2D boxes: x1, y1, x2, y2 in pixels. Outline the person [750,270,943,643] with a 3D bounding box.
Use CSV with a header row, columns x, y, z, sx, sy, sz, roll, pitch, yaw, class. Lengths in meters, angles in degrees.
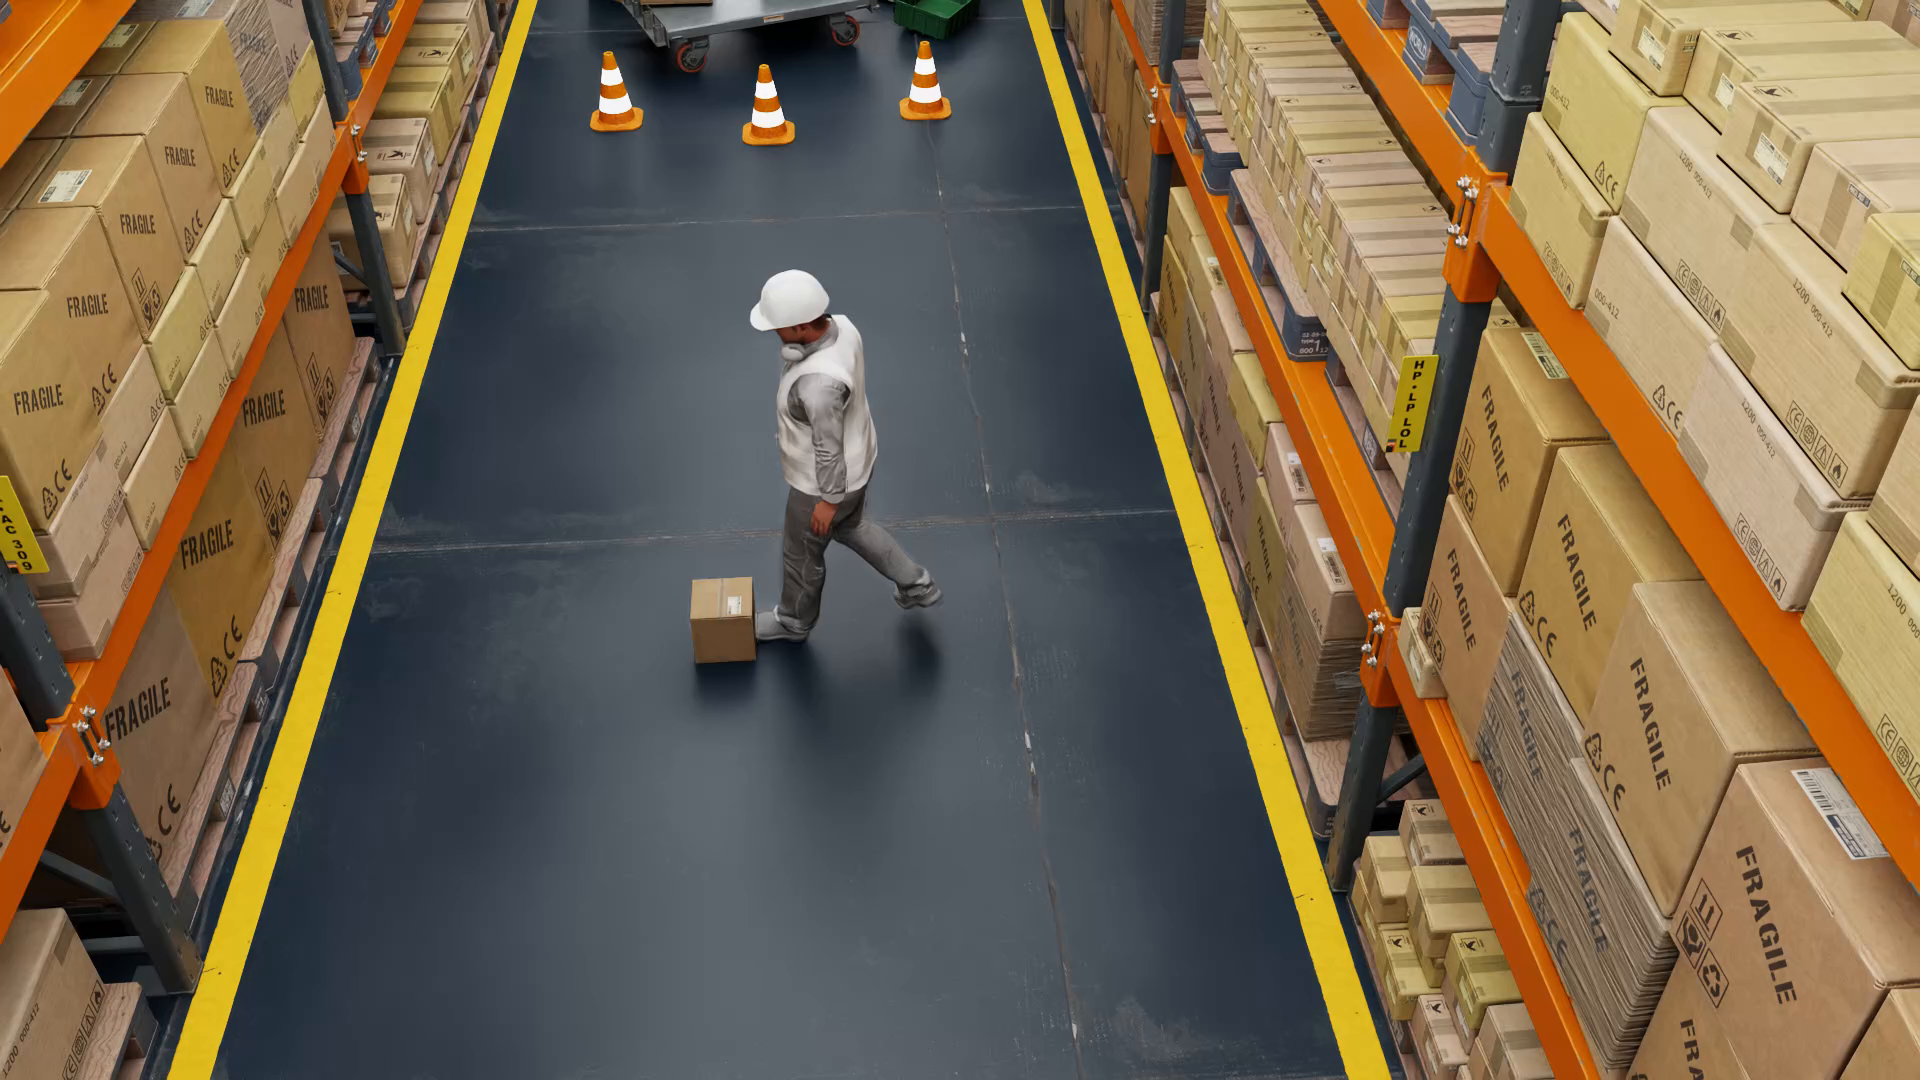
x,y,z,sx,sy,sz,roll,pitch,yaw,class
-0.501,-0.298,6.497,0.851,1.757,0.552,6,39,8,person
